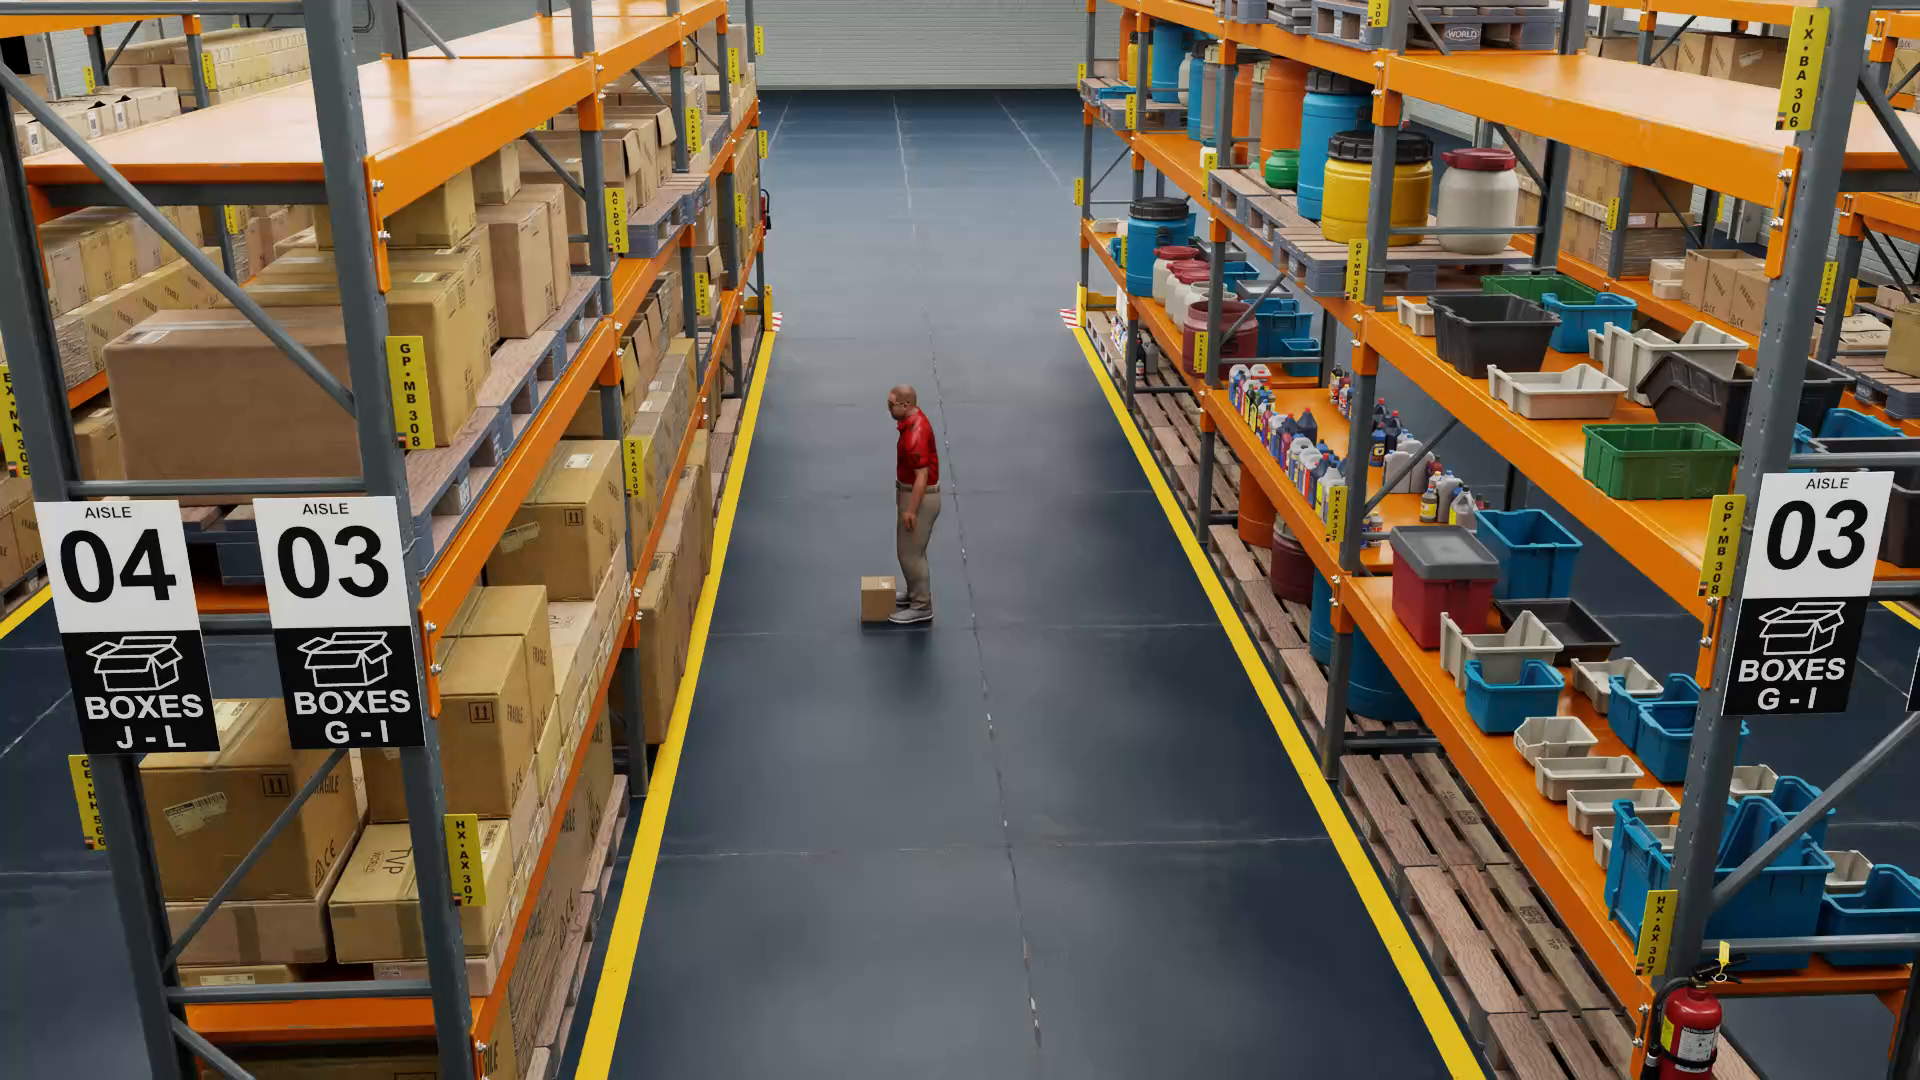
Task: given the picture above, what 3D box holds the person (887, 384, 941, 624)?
[{"bbox_3d":[-0.339,-0.276,11.846,0.392,1.726,0.585,-1,20,-3],"label":"person"}]
